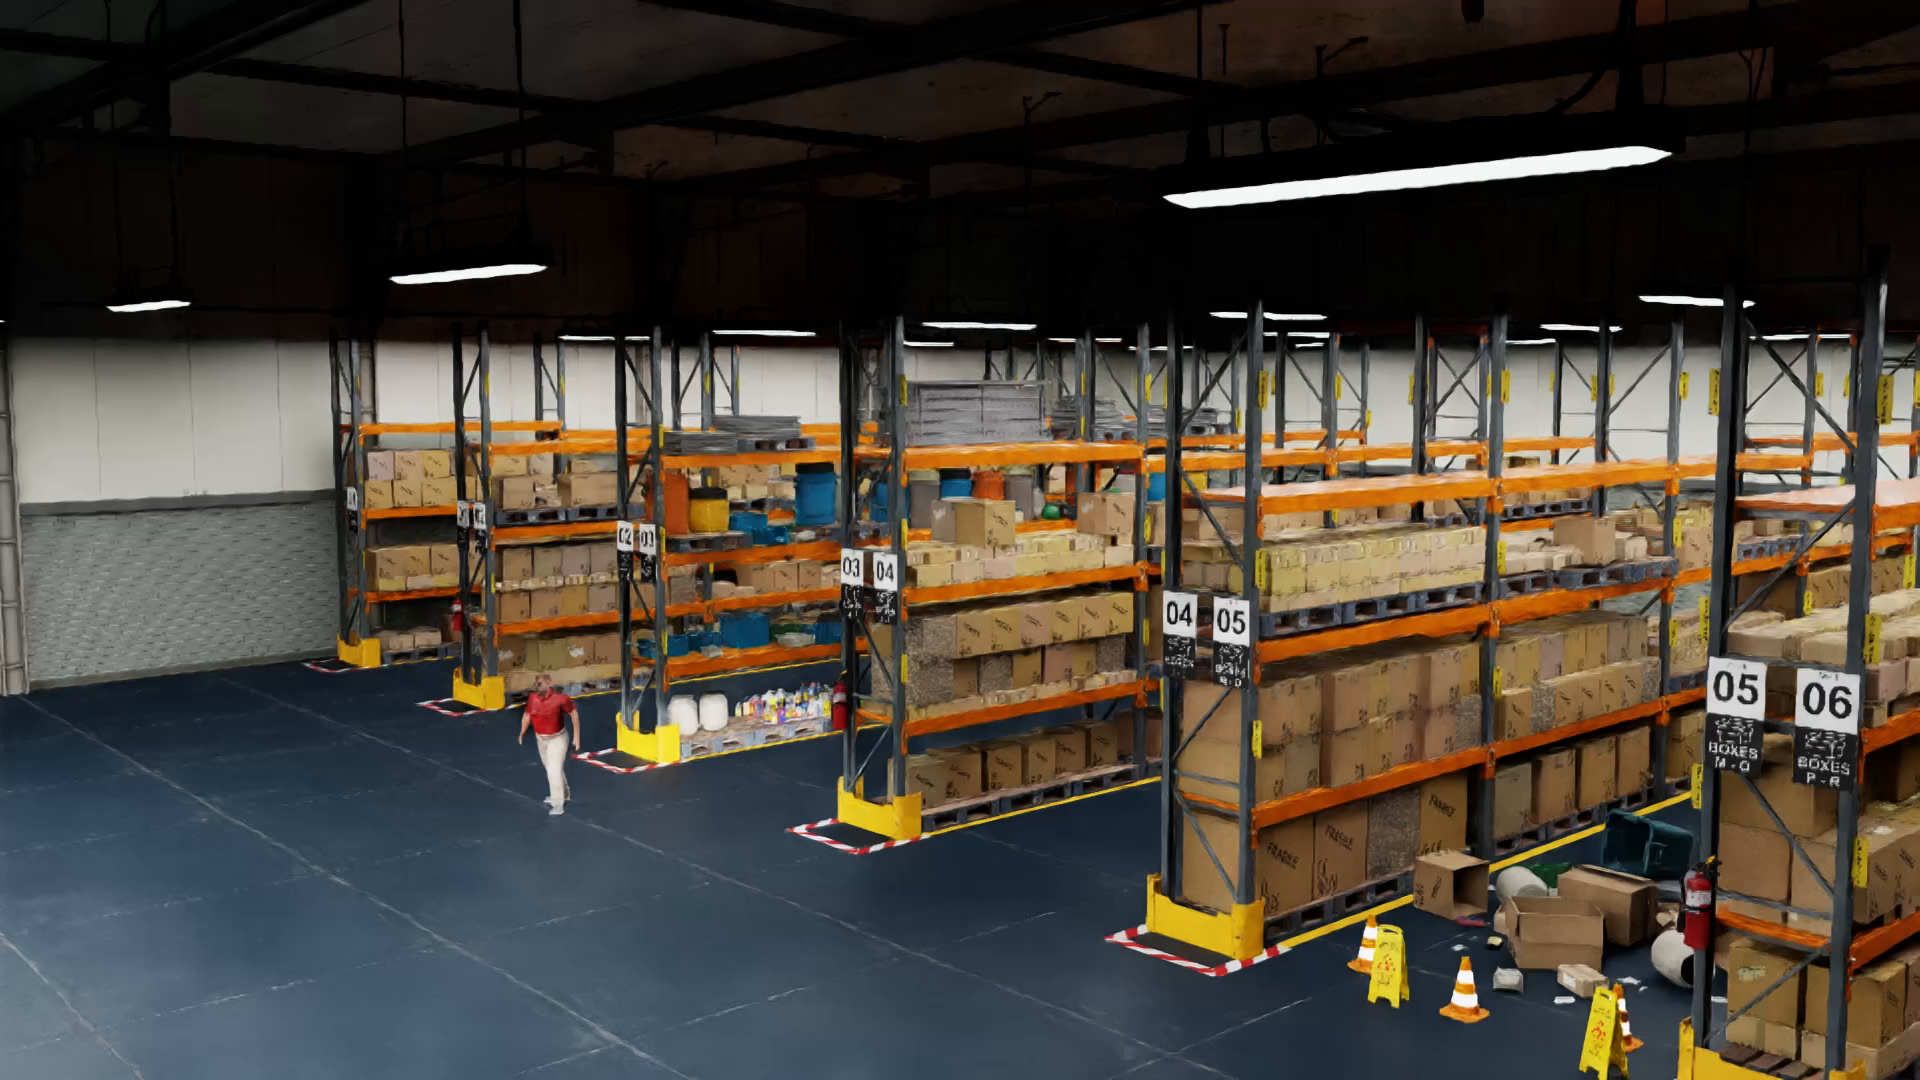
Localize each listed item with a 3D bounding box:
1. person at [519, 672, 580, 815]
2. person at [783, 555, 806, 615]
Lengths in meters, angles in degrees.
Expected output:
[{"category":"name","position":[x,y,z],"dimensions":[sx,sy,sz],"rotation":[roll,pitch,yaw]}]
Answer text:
[{"category":"person","position":[-4.838,2.378,19.778],"dimensions":[0.705,1.663,0.833],"rotation":[3,6,29]},{"category":"person","position":[-3.265,1.054,32.935],"dimensions":[0.544,1.733,0.729],"rotation":[-5,8,-43]}]
